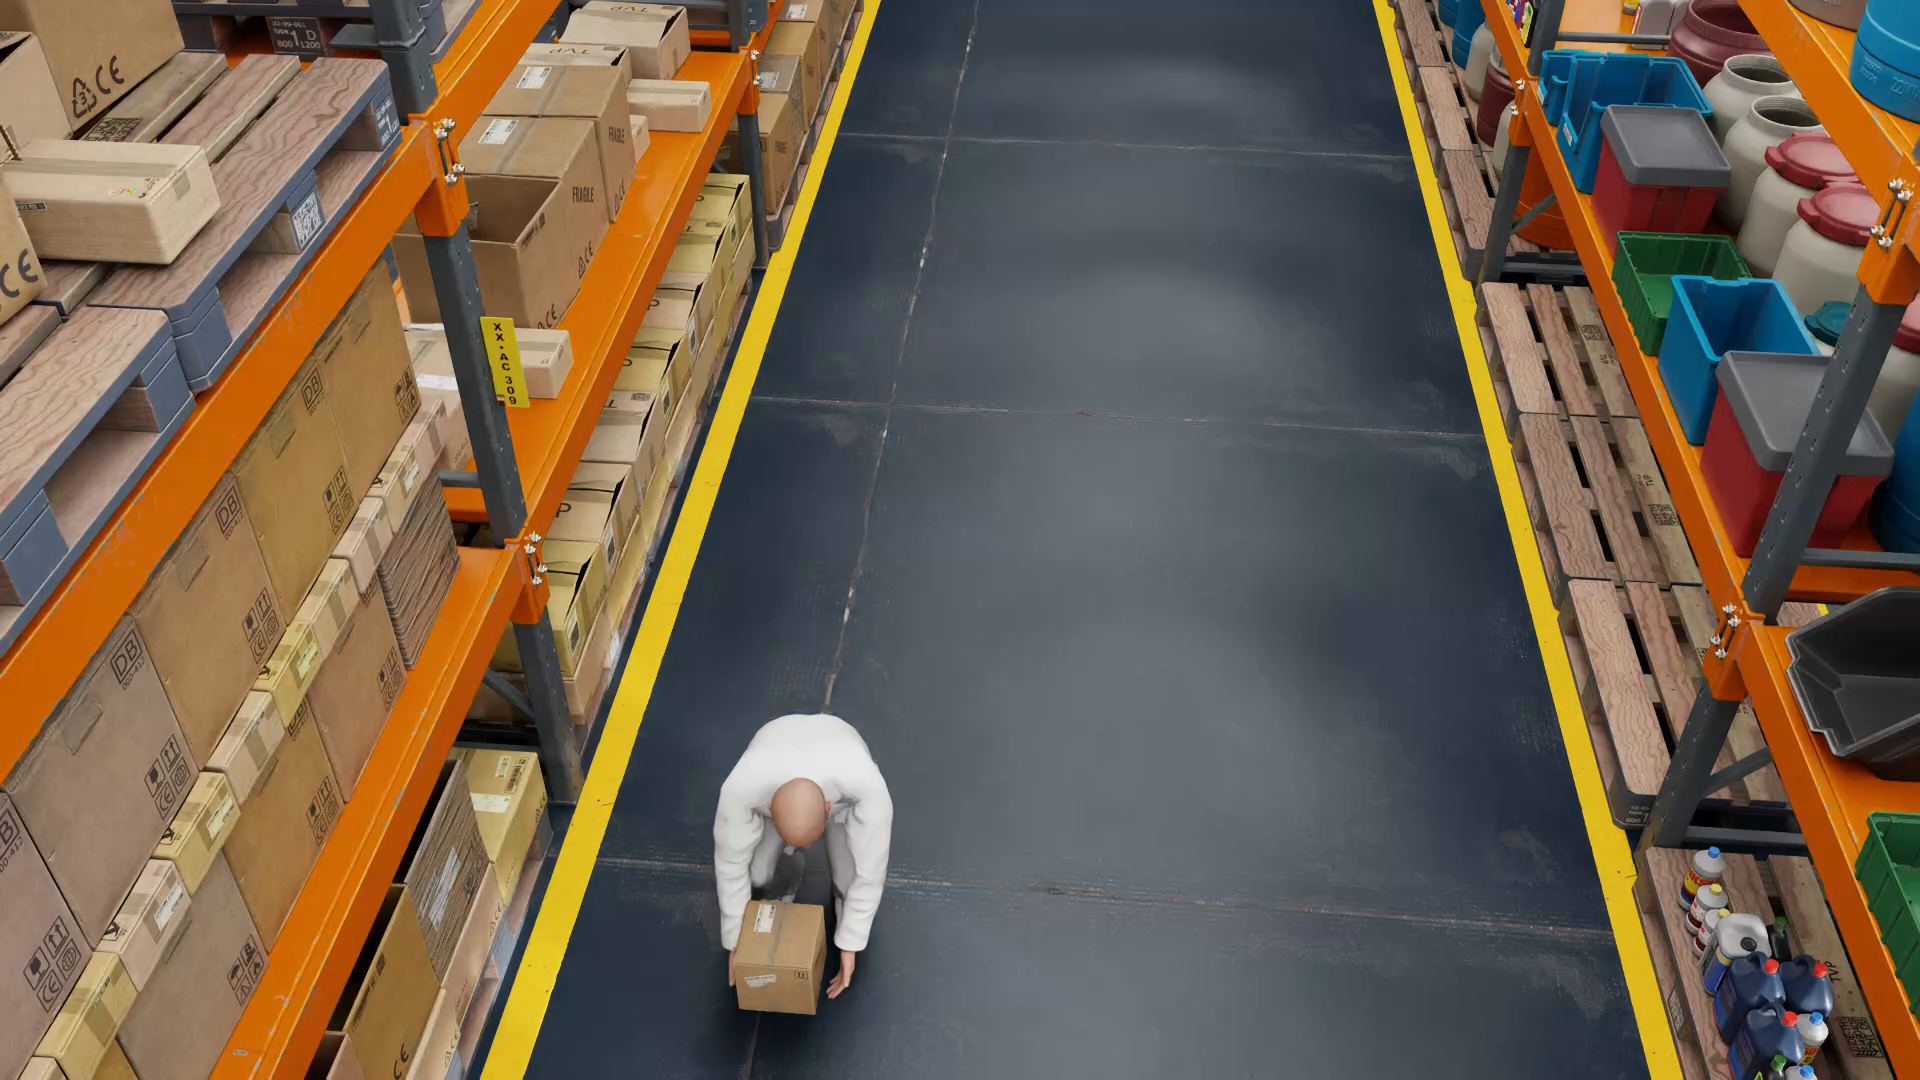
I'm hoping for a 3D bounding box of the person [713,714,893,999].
[{"bbox_3d":[-0.510,0.979,5.582,0.607,1.015,0.905,4,40,5],"label":"person"}]
